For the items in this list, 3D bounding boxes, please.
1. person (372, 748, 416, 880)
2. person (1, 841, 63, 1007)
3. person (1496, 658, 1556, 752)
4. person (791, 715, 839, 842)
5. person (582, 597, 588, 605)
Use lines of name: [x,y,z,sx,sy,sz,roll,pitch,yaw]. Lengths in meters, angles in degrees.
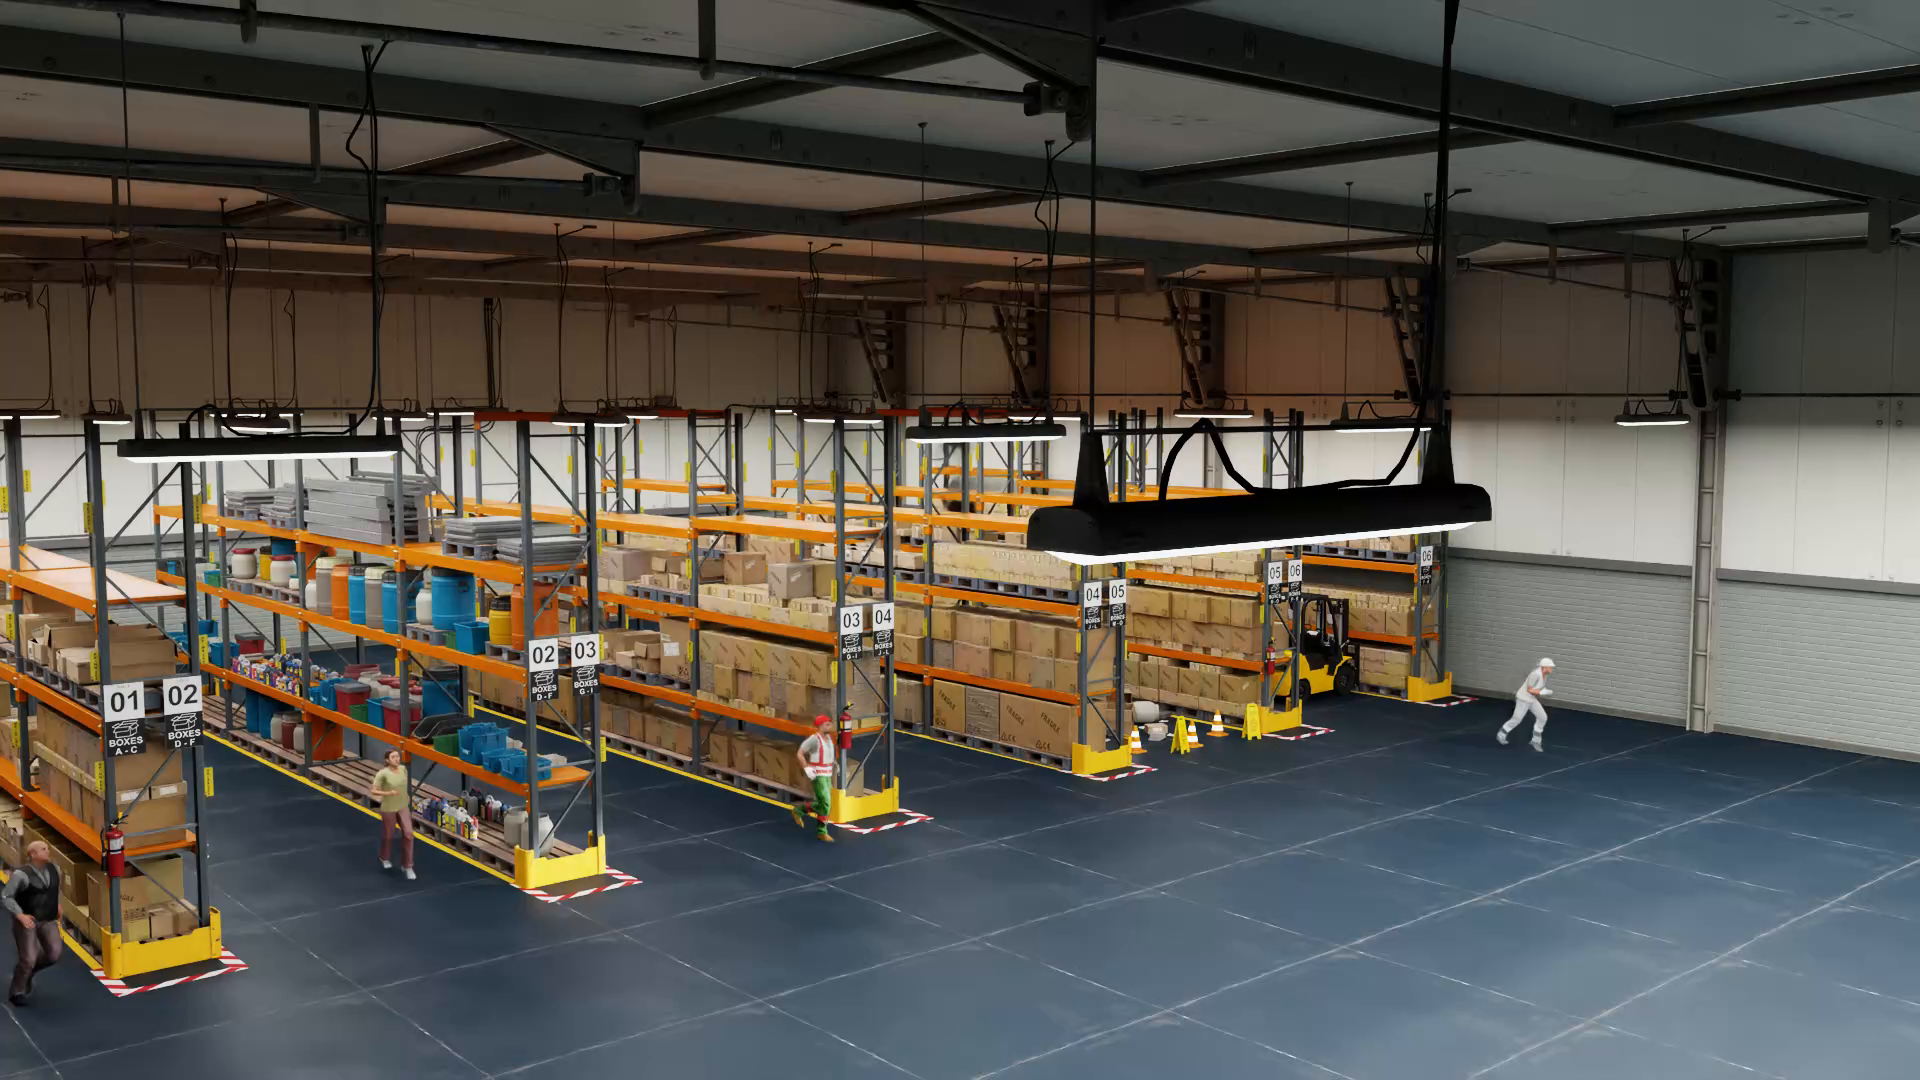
person: [-7.461,3.572,21.854,0.570,1.717,0.801,-4,6,-39]
person: [-9.633,3.982,17.401,0.517,1.665,0.711,2,6,25]
person: [10.079,2.922,29.611,1.025,1.721,0.707,4,6,38]
person: [-2.044,3.389,23.839,0.801,1.770,0.720,3,6,29]
person: [-8.660,2.132,38.057,0.837,1.742,0.764,4,7,41]
